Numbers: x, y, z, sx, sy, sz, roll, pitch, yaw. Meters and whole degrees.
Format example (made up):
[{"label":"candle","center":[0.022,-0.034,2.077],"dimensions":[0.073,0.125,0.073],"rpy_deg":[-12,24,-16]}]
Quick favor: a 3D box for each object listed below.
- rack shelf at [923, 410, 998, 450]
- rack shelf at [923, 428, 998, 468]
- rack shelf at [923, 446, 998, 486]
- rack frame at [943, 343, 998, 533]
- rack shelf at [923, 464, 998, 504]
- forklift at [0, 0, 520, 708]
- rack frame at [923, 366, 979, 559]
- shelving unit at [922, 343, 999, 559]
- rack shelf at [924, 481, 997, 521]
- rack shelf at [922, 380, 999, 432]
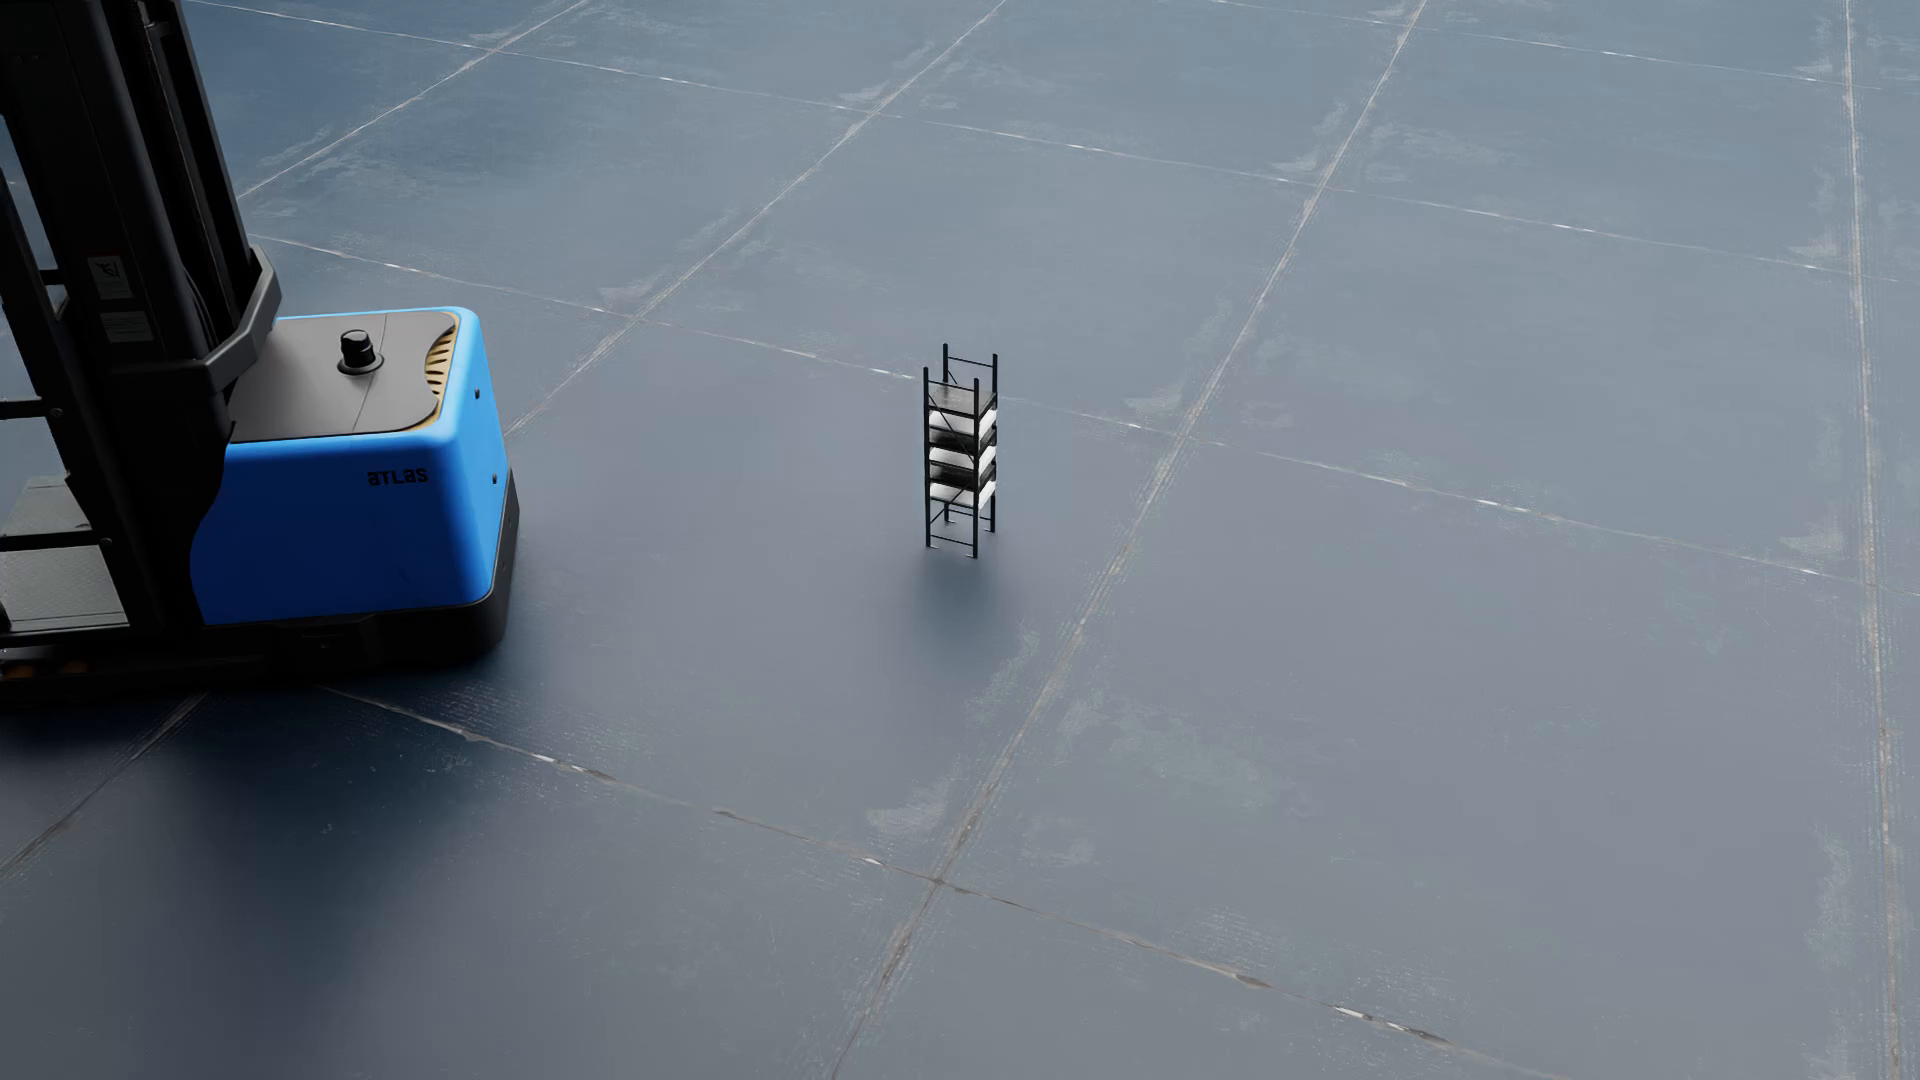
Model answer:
[{"label":"rack shelf","center":[0.003,-0.482,6.899],"dimensions":[0.258,0.077,0.200],"rpy_deg":[14,39,18]},{"label":"rack shelf","center":[0.003,-0.410,6.953],"dimensions":[0.258,0.077,0.200],"rpy_deg":[14,39,18]},{"label":"rack shelf","center":[0.003,-0.338,7.007],"dimensions":[0.258,0.077,0.200],"rpy_deg":[14,39,18]},{"label":"rack frame","center":[0.042,-0.421,7.062],"dimensions":[0.240,0.900,0.006],"rpy_deg":[14,39,18]},{"label":"rack shelf","center":[0.003,-0.266,7.060],"dimensions":[0.258,0.077,0.200],"rpy_deg":[14,39,18]},{"label":"forklift","center":[-3.375,-0.868,5.963],"dimensions":[3.031,2.935,1.130],"rpy_deg":[-5,37,-6]},{"label":"rack frame","center":[-0.036,-0.309,6.911],"dimensions":[0.240,0.900,0.006],"rpy_deg":[14,39,18]},{"label":"shelving unit","center":[0.003,-0.365,6.987],"dimensions":[0.258,0.900,0.210],"rpy_deg":[14,39,18]},{"label":"rack shelf","center":[0.003,-0.194,7.114],"dimensions":[0.258,0.077,0.200],"rpy_deg":[14,39,18]},{"label":"rack shelf","center":[0.003,-0.555,6.845],"dimensions":[0.258,0.077,0.200],"rpy_deg":[14,39,18]}]
